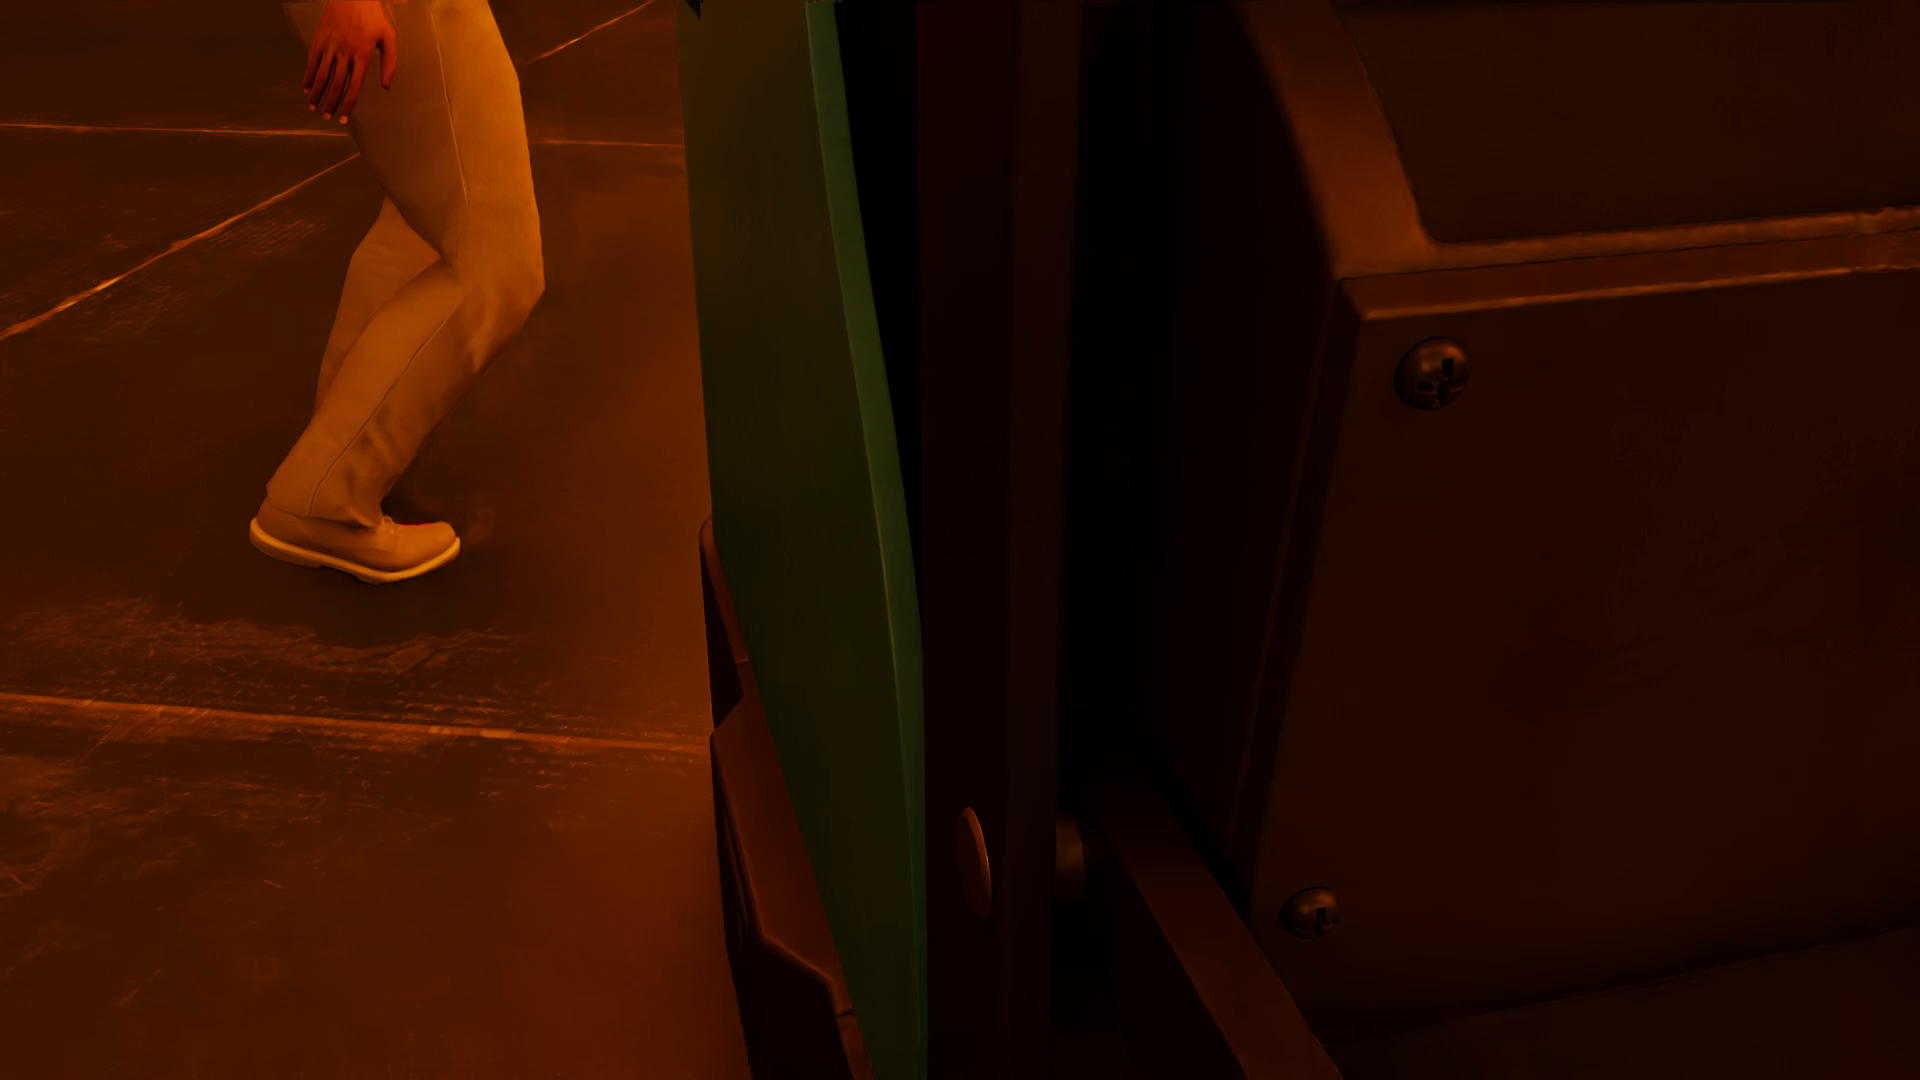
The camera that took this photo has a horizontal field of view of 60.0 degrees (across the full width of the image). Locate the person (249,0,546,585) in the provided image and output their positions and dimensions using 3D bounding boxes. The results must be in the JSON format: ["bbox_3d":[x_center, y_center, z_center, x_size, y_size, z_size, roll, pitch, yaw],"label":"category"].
[{"bbox_3d":[-0.849,-0.736,2.217,0.466,1.592,0.817,-12,29,-23],"label":"person"}]

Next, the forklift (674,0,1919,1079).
[{"bbox_3d":[0.588,-0.487,0.193,1.130,2.935,3.031,-7,27,-13],"label":"forklift"}]
